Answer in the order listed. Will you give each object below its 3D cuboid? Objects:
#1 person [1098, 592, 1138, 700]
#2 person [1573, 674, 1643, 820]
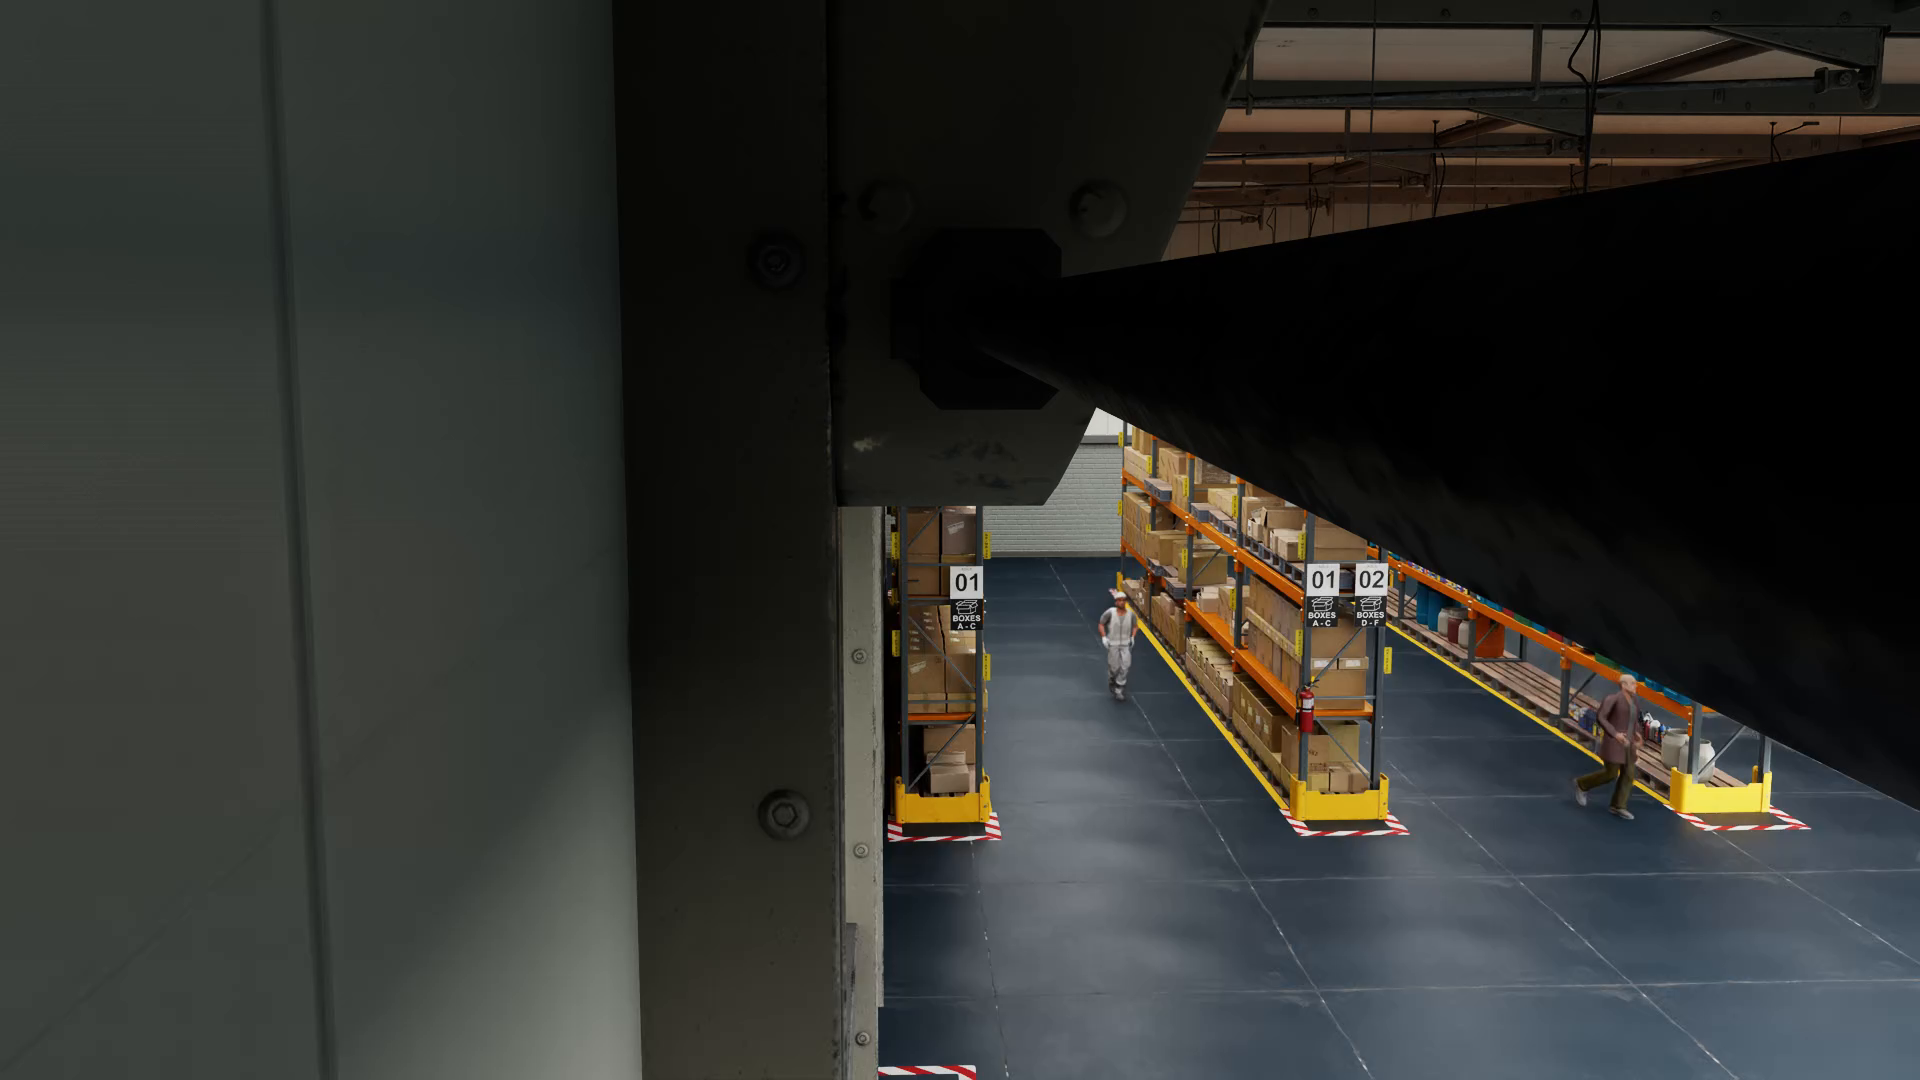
[{"bbox_3d":[2.569,1.698,26.894,0.641,1.746,0.554,-1,8,-4],"label":"person"},{"bbox_3d":[8.280,2.545,20.911,0.767,1.744,0.846,-5,9,-31],"label":"person"}]
